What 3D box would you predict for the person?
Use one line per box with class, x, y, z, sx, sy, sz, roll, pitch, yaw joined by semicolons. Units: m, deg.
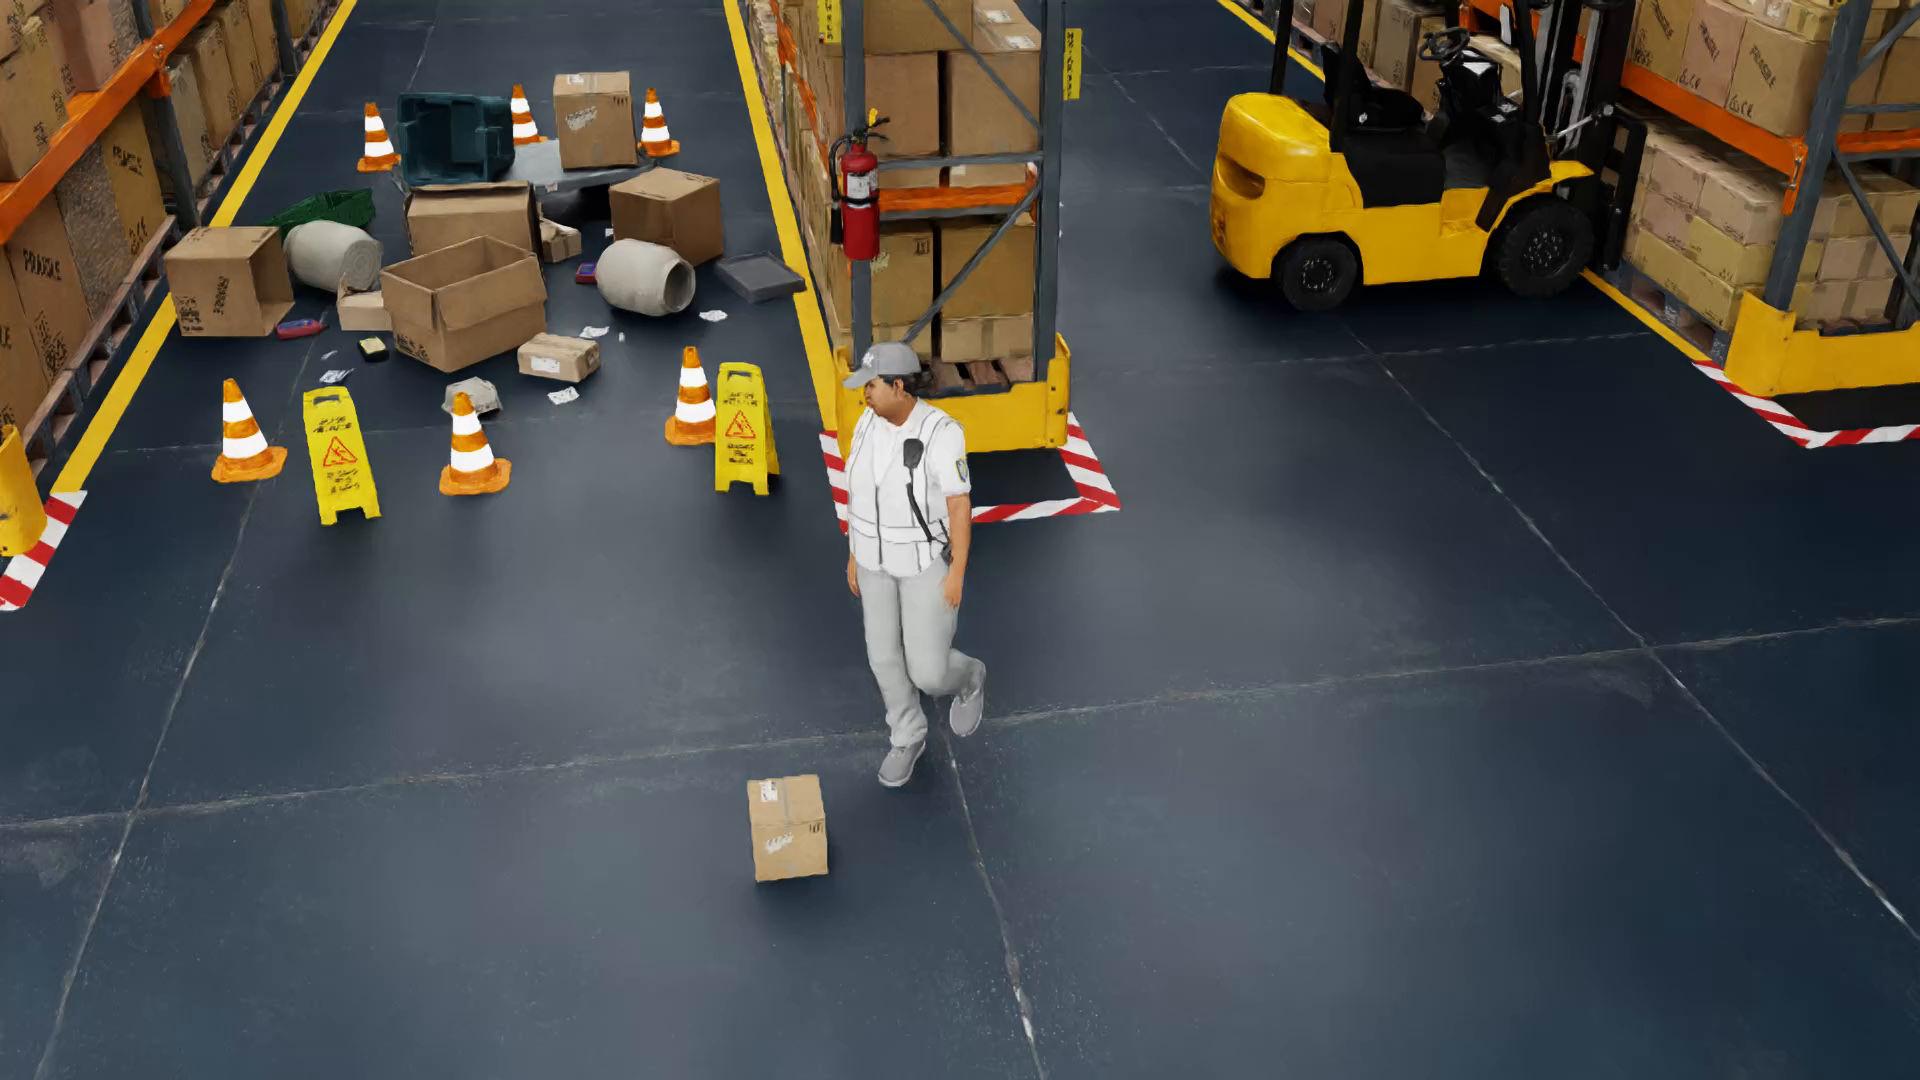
person;-0.201;0.087;6.006;0.526;1.636;0.546;17;35;26
